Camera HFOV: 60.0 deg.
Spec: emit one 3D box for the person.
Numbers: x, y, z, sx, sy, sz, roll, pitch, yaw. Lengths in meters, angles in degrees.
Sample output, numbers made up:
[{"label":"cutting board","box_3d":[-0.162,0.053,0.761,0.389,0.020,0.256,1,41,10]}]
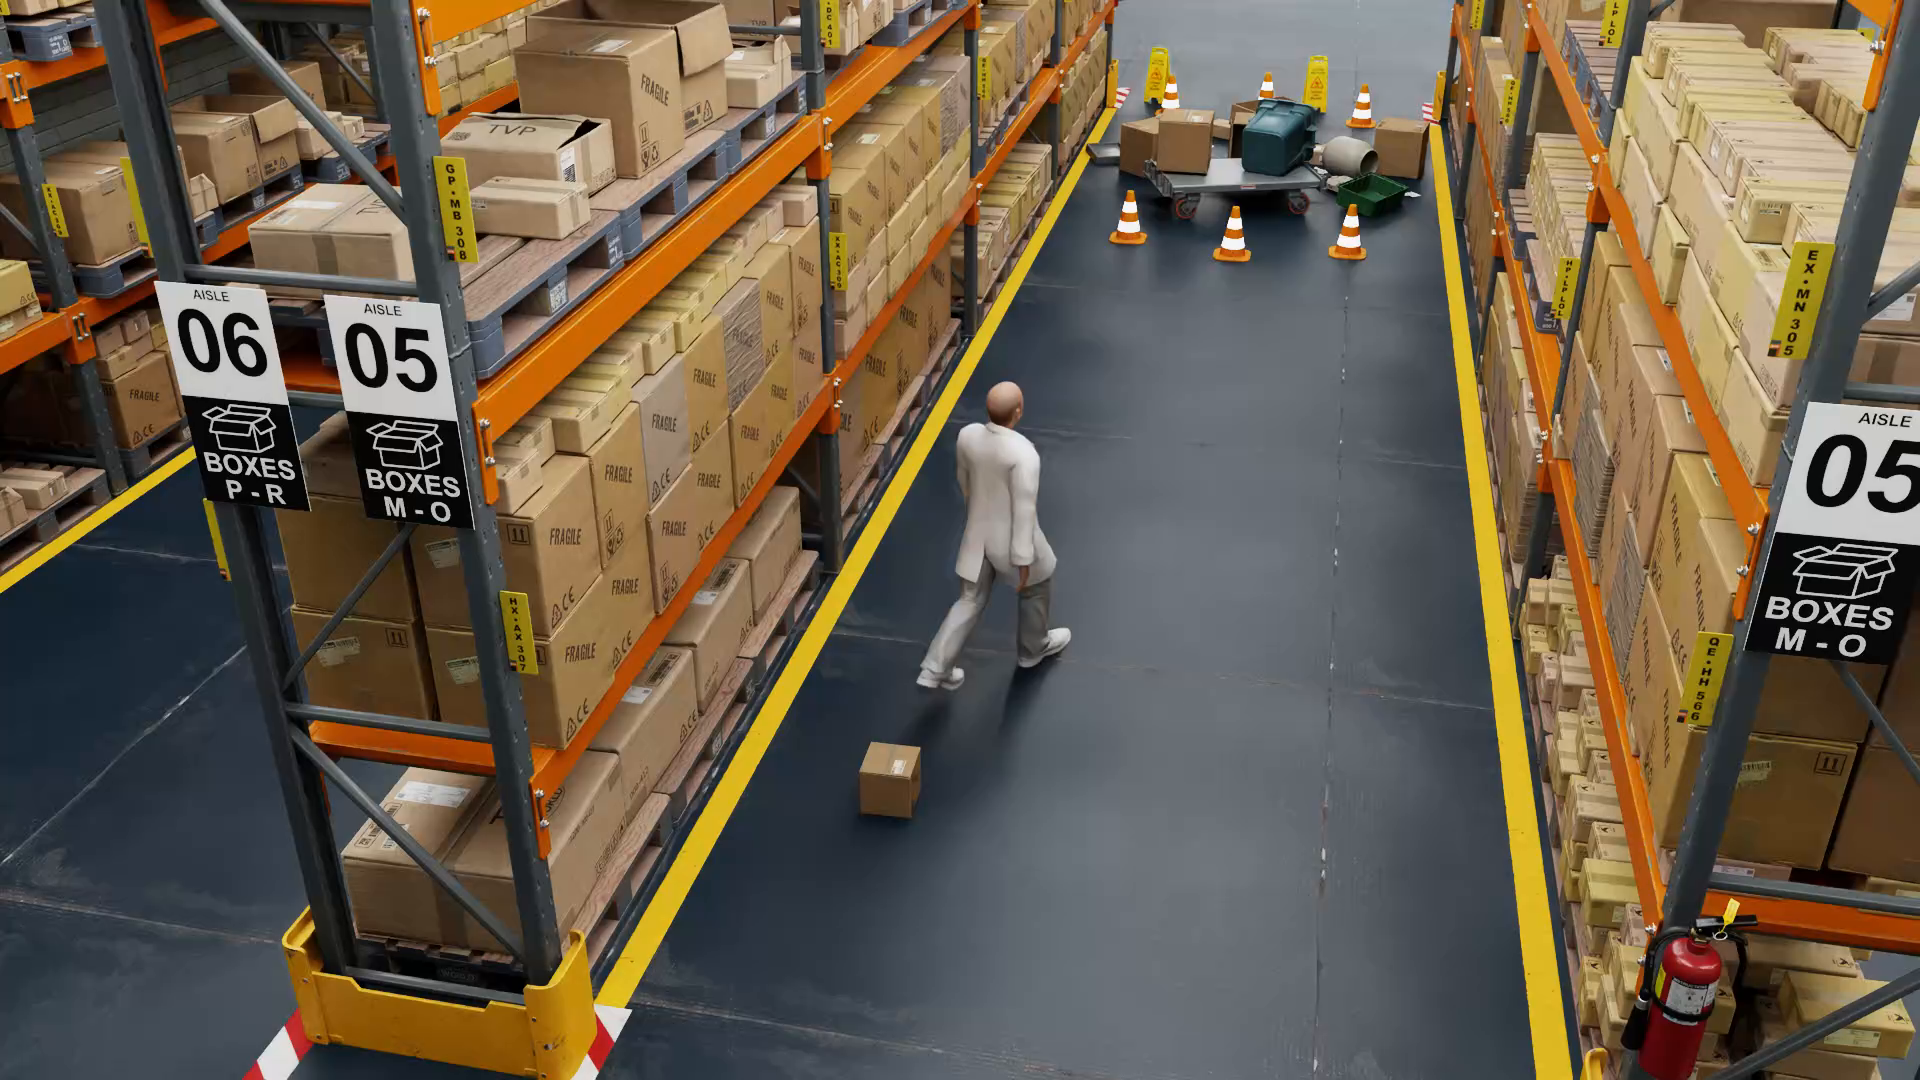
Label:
[{"label":"person","box_3d":[0.187,-0.009,8.664,0.618,1.742,1.095,22,36,35]}]
